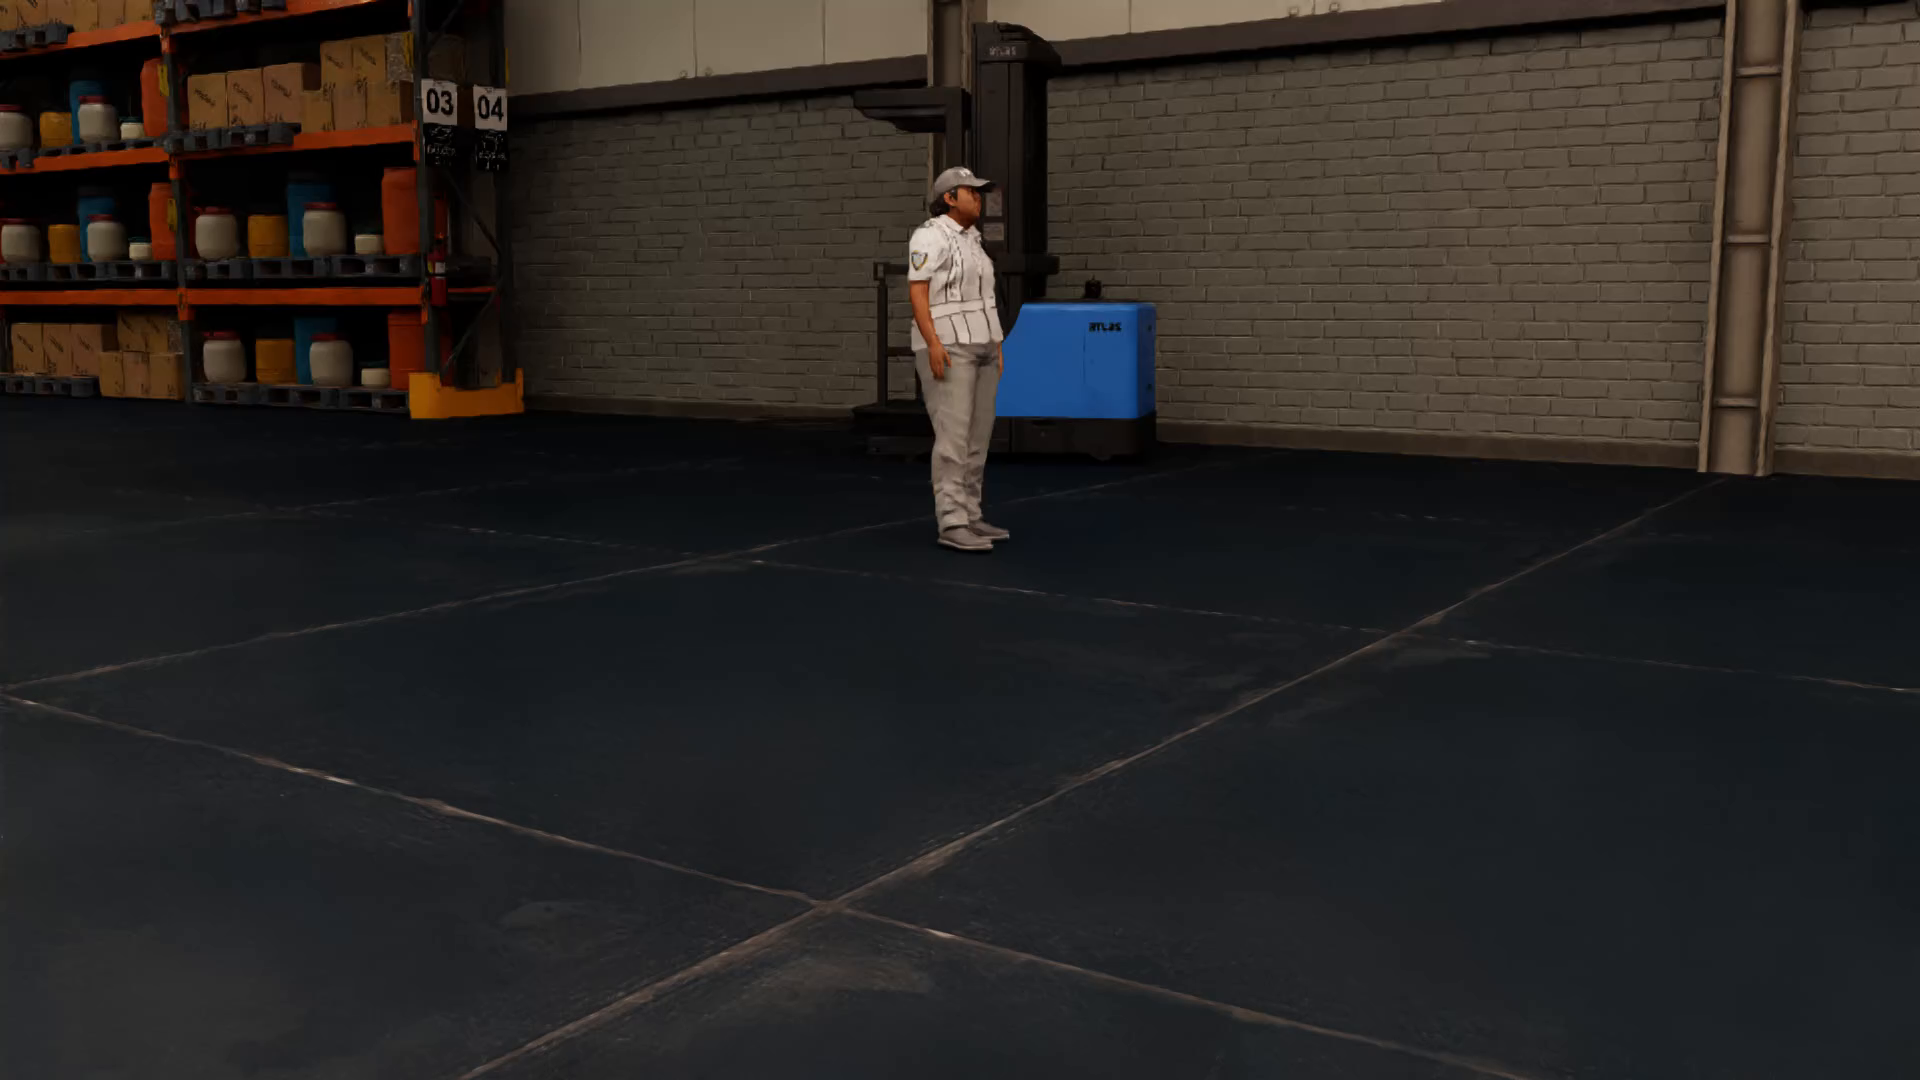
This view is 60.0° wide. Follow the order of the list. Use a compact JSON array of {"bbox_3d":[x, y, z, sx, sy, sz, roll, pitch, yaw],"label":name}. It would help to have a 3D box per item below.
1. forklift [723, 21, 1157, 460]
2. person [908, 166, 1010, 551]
[{"bbox_3d":[-0.158,-2.072,11.762,3.031,2.935,1.130,2,8,14],"label":"forklift"},{"bbox_3d":[0.051,-0.823,7.424,0.529,1.669,0.598,5,10,34],"label":"person"}]
